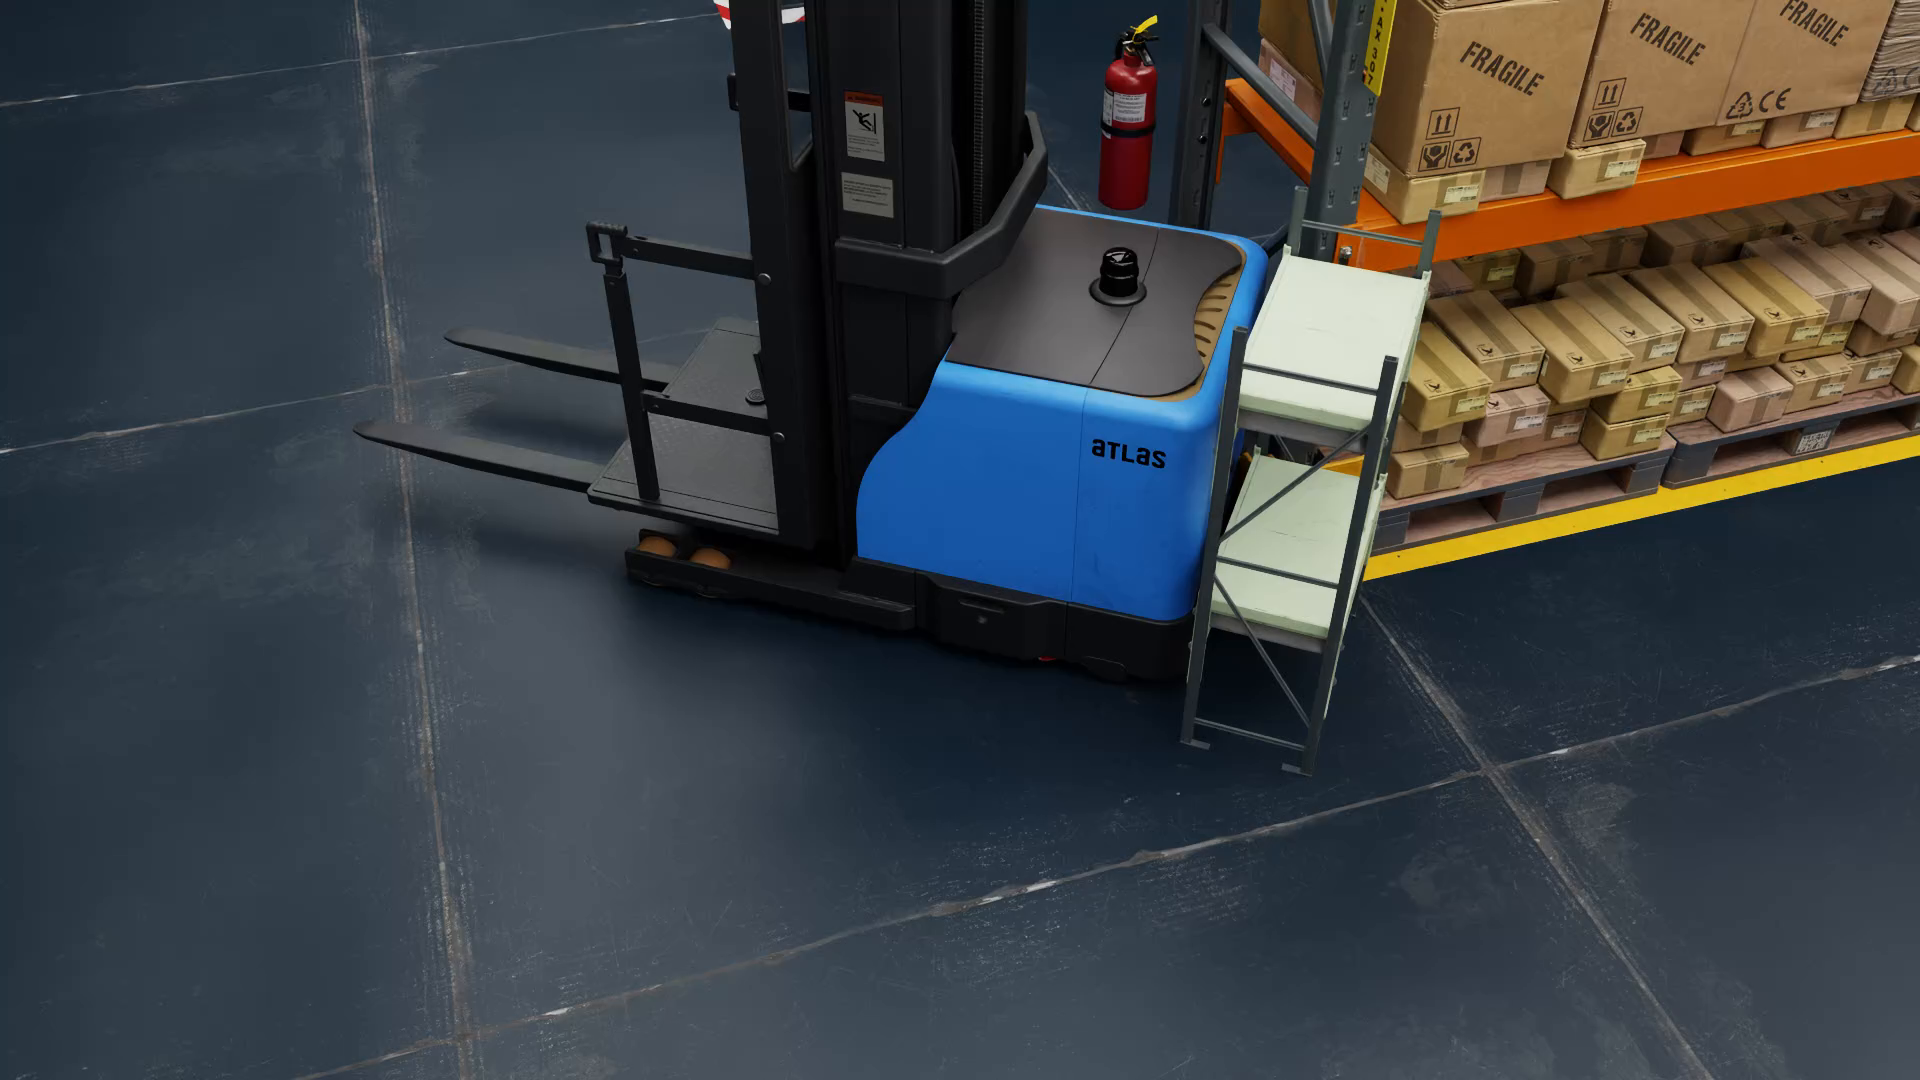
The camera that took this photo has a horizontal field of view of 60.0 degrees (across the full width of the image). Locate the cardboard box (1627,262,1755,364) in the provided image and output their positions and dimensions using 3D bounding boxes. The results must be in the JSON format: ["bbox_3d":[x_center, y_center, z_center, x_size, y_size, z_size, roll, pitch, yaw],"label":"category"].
[{"bbox_3d":[2.518,-0.791,5.771,0.250,0.149,0.380,-10,42,-11],"label":"cardboard box"}]

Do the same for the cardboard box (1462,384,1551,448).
[{"bbox_3d":[1.786,-0.500,5.664,0.250,0.149,0.380,-12,43,-13],"label":"cardboard box"}]

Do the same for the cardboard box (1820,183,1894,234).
[{"bbox_3d":[3.340,-1.341,6.400,0.250,0.149,0.380,-11,42,-12],"label":"cardboard box"}]

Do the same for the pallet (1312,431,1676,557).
[{"bbox_3d":[1.789,-0.446,6.100,1.213,0.211,1.003,-12,42,-13],"label":"pallet"}]

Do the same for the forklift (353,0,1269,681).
[{"bbox_3d":[-0.597,-1.205,4.950,3.031,2.867,1.129,12,43,13],"label":"forklift"}]

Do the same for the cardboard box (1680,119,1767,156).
[{"bbox_3d":[2.314,-1.378,5.238,0.250,0.149,0.380,-12,43,-13],"label":"cardboard box"}]

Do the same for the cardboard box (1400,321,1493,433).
[{"bbox_3d":[1.533,-0.542,5.485,0.250,0.149,0.380,-14,43,-15],"label":"cardboard box"}]

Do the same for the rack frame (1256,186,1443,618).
[{"bbox_3d":[1.111,-0.361,5.023,0.400,1.500,0.023,14,43,15],"label":"rack frame"}]

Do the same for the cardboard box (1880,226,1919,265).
[{"bbox_3d":[3.517,-0.965,5.970,0.250,0.149,0.380,-14,43,-15],"label":"cardboard box"}]

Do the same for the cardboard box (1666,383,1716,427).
[{"bbox_3d":[2.479,-0.578,5.980,0.250,0.149,0.380,-12,42,-13],"label":"cardboard box"}]

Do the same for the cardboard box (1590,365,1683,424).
[{"bbox_3d":[2.271,-0.587,5.763,0.250,0.149,0.380,-10,42,-12],"label":"cardboard box"}]

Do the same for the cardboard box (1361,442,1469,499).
[{"bbox_3d":[1.527,-0.330,5.695,0.250,0.149,0.380,-11,42,-12],"label":"cardboard box"}]

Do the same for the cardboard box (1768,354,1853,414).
[{"bbox_3d":[2.999,-0.644,6.055,0.250,0.149,0.380,-12,42,-13],"label":"cardboard box"}]

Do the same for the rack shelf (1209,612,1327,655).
[{"bbox_3d":[0.985,0.056,4.932,0.332,0.071,0.664,14,43,15],"label":"rack shelf"}]

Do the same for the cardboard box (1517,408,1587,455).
[{"bbox_3d":[1.987,-0.486,5.874,0.250,0.149,0.380,-11,42,-13],"label":"cardboard box"}]

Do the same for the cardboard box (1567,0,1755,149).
[{"bbox_3d":[1.945,-1.529,4.919,0.500,0.500,0.500,-12,42,-13],"label":"cardboard box"}]

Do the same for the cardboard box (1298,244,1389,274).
[{"bbox_3d":[1.360,-0.915,5.913,0.250,0.149,0.380,-11,42,-13],"label":"cardboard box"}]

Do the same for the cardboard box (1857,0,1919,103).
[{"bbox_3d":[2.901,-1.723,5.140,0.500,0.500,0.500,-13,43,-14],"label":"cardboard box"}]

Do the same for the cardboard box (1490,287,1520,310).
[{"bbox_3d":[1.844,-0.926,6.152,0.250,0.149,0.380,-13,43,-15],"label":"cardboard box"}]

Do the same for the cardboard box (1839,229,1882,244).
[{"bbox_3d":[3.341,-1.191,6.455,0.250,0.149,0.380,-10,42,-11],"label":"cardboard box"}]

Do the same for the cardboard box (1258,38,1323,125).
[{"bbox_3d":[1.158,-1.490,5.366,0.250,0.149,0.380,-12,42,-13],"label":"cardboard box"}]

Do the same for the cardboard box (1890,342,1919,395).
[{"bbox_3d":[3.488,-0.722,6.144,0.250,0.149,0.380,-12,43,-13],"label":"cardboard box"}]

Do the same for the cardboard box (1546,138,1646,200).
[{"bbox_3d":[1.842,-1.202,5.037,0.250,0.149,0.380,-13,43,-14],"label":"cardboard box"}]

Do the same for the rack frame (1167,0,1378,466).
[{"bbox_3d":[0.931,-1.343,5.007,0.127,3.000,1.000,-12,42,-13],"label":"rack frame"}]

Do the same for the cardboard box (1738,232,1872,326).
[{"bbox_3d":[2.994,-0.924,5.923,0.250,0.149,0.380,-12,42,-13],"label":"cardboard box"}]

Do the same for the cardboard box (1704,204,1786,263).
[{"bbox_3d":[2.858,-1.211,6.252,0.250,0.149,0.380,-11,42,-13],"label":"cardboard box"}]

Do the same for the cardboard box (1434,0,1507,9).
[{"bbox_3d":[1.439,-1.791,4.458,0.500,0.500,0.500,-12,43,-13],"label":"cardboard box"}]

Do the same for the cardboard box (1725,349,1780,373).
[{"bbox_3d":[2.741,-0.778,5.983,0.250,0.149,0.380,-10,42,-11],"label":"cardboard box"}]

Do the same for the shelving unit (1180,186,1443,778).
[{"bbox_3d":[0.985,-0.135,4.765,0.431,1.500,0.755,14,43,15],"label":"shelving unit"}]

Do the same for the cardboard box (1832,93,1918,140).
[{"bbox_3d":[2.811,-1.447,5.317,0.250,0.149,0.380,-10,42,-12],"label":"cardboard box"}]

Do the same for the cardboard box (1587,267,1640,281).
[{"bbox_3d":[2.334,-1.037,6.278,0.250,0.149,0.380,-11,42,-12],"label":"cardboard box"}]

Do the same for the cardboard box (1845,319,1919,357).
[{"bbox_3d":[3.270,-0.852,6.067,0.250,0.149,0.380,-14,43,-15],"label":"cardboard box"}]

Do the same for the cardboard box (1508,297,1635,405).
[{"bbox_3d":[2.039,-0.641,5.599,0.250,0.149,0.380,-12,43,-13],"label":"cardboard box"}]

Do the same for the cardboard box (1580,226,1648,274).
[{"bbox_3d":[2.332,-1.159,6.192,0.250,0.149,0.380,-10,42,-11],"label":"cardboard box"}]

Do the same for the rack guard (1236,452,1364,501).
[{"bbox_3d":[1.004,-0.416,5.846,0.348,0.500,1.175,-12,42,-13],"label":"rack guard"}]

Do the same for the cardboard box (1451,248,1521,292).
[{"bbox_3d":[1.826,-1.059,6.078,0.250,0.149,0.380,-13,43,-14],"label":"cardboard box"}]

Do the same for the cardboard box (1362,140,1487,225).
[{"bbox_3d":[1.339,-1.106,4.927,0.250,0.149,0.380,-12,43,-13],"label":"cardboard box"}]
